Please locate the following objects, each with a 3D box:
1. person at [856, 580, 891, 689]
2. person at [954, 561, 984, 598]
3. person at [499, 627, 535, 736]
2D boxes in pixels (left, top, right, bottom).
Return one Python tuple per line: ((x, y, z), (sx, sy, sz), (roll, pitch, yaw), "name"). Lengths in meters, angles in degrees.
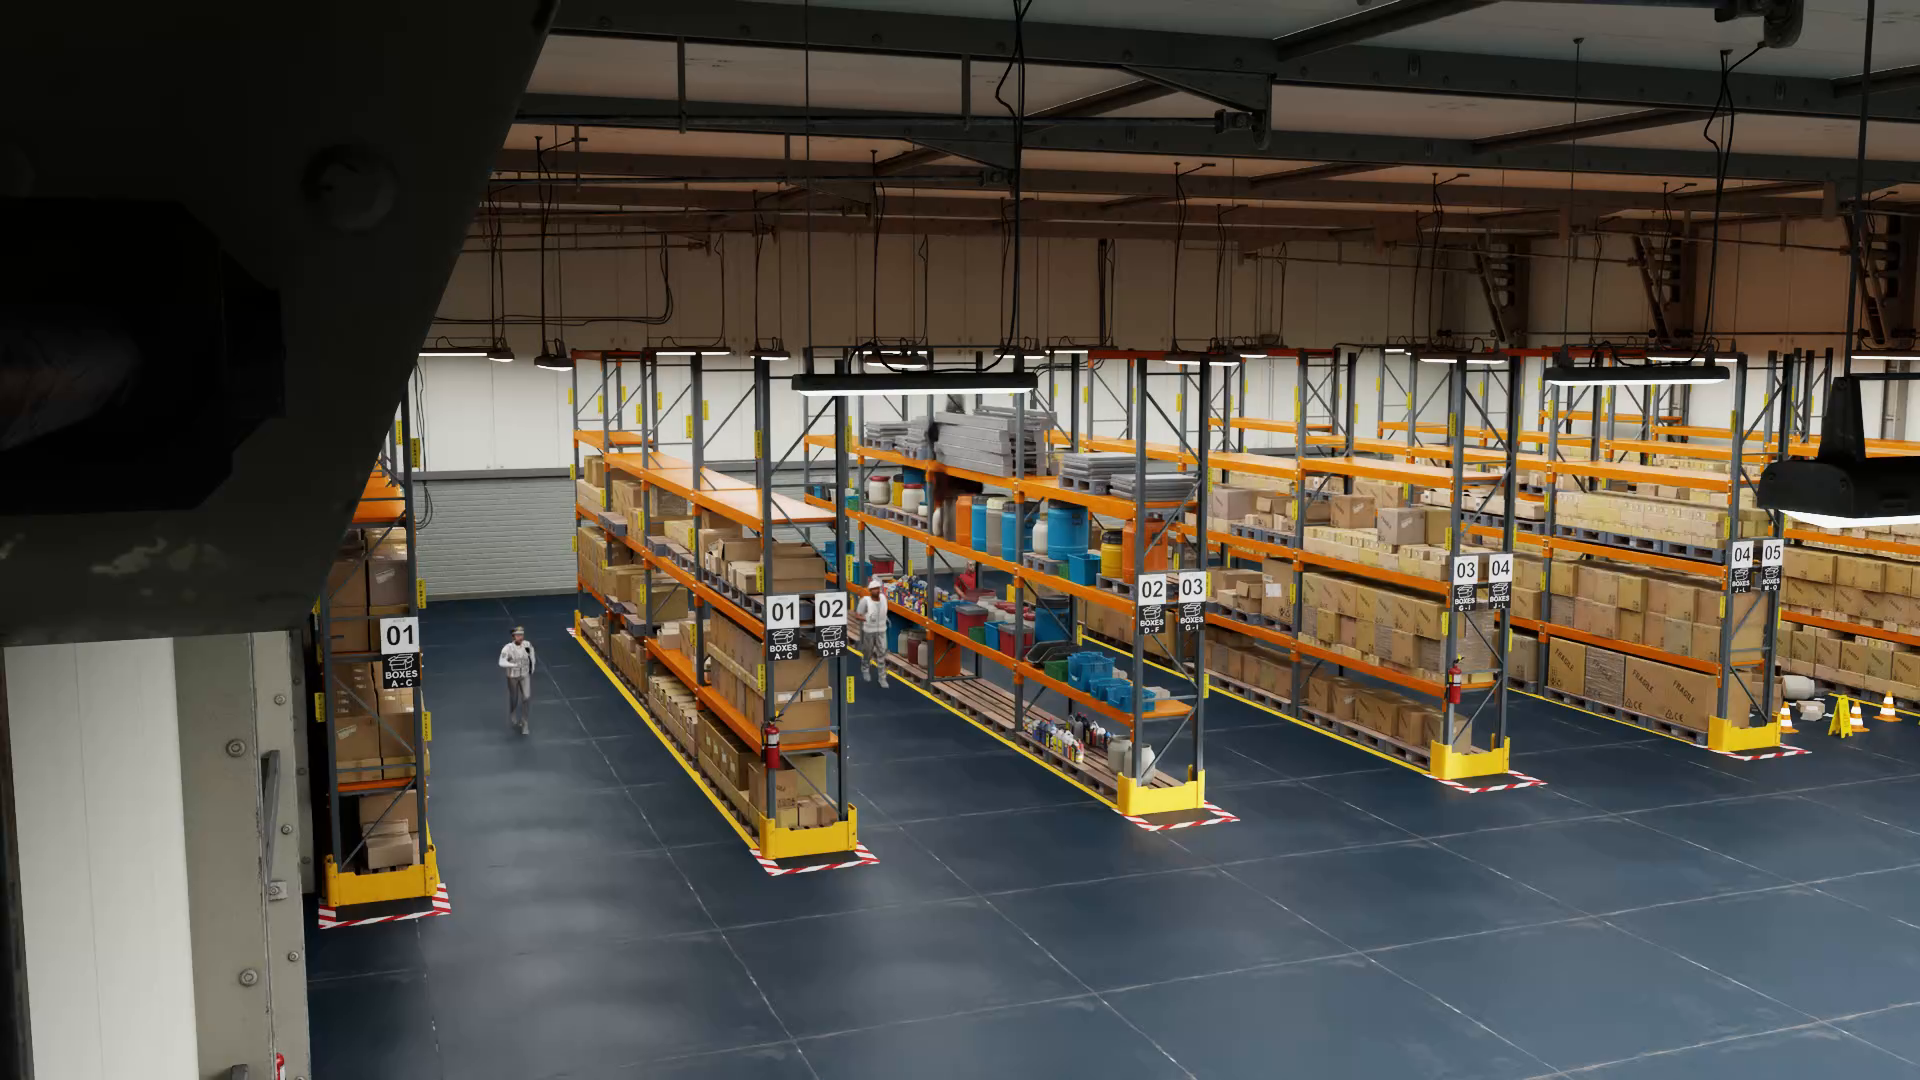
((-1.471, 1.592, 28.660), (0.682, 1.816, 0.909), (-3, 8, -24), "person")
((0.198, 1.262, 34.196), (0.664, 1.691, 0.632), (-3, 8, -24), "person")
((-7.065, 2.207, 26.560), (0.637, 1.731, 0.876), (-4, 8, -31), "person")
